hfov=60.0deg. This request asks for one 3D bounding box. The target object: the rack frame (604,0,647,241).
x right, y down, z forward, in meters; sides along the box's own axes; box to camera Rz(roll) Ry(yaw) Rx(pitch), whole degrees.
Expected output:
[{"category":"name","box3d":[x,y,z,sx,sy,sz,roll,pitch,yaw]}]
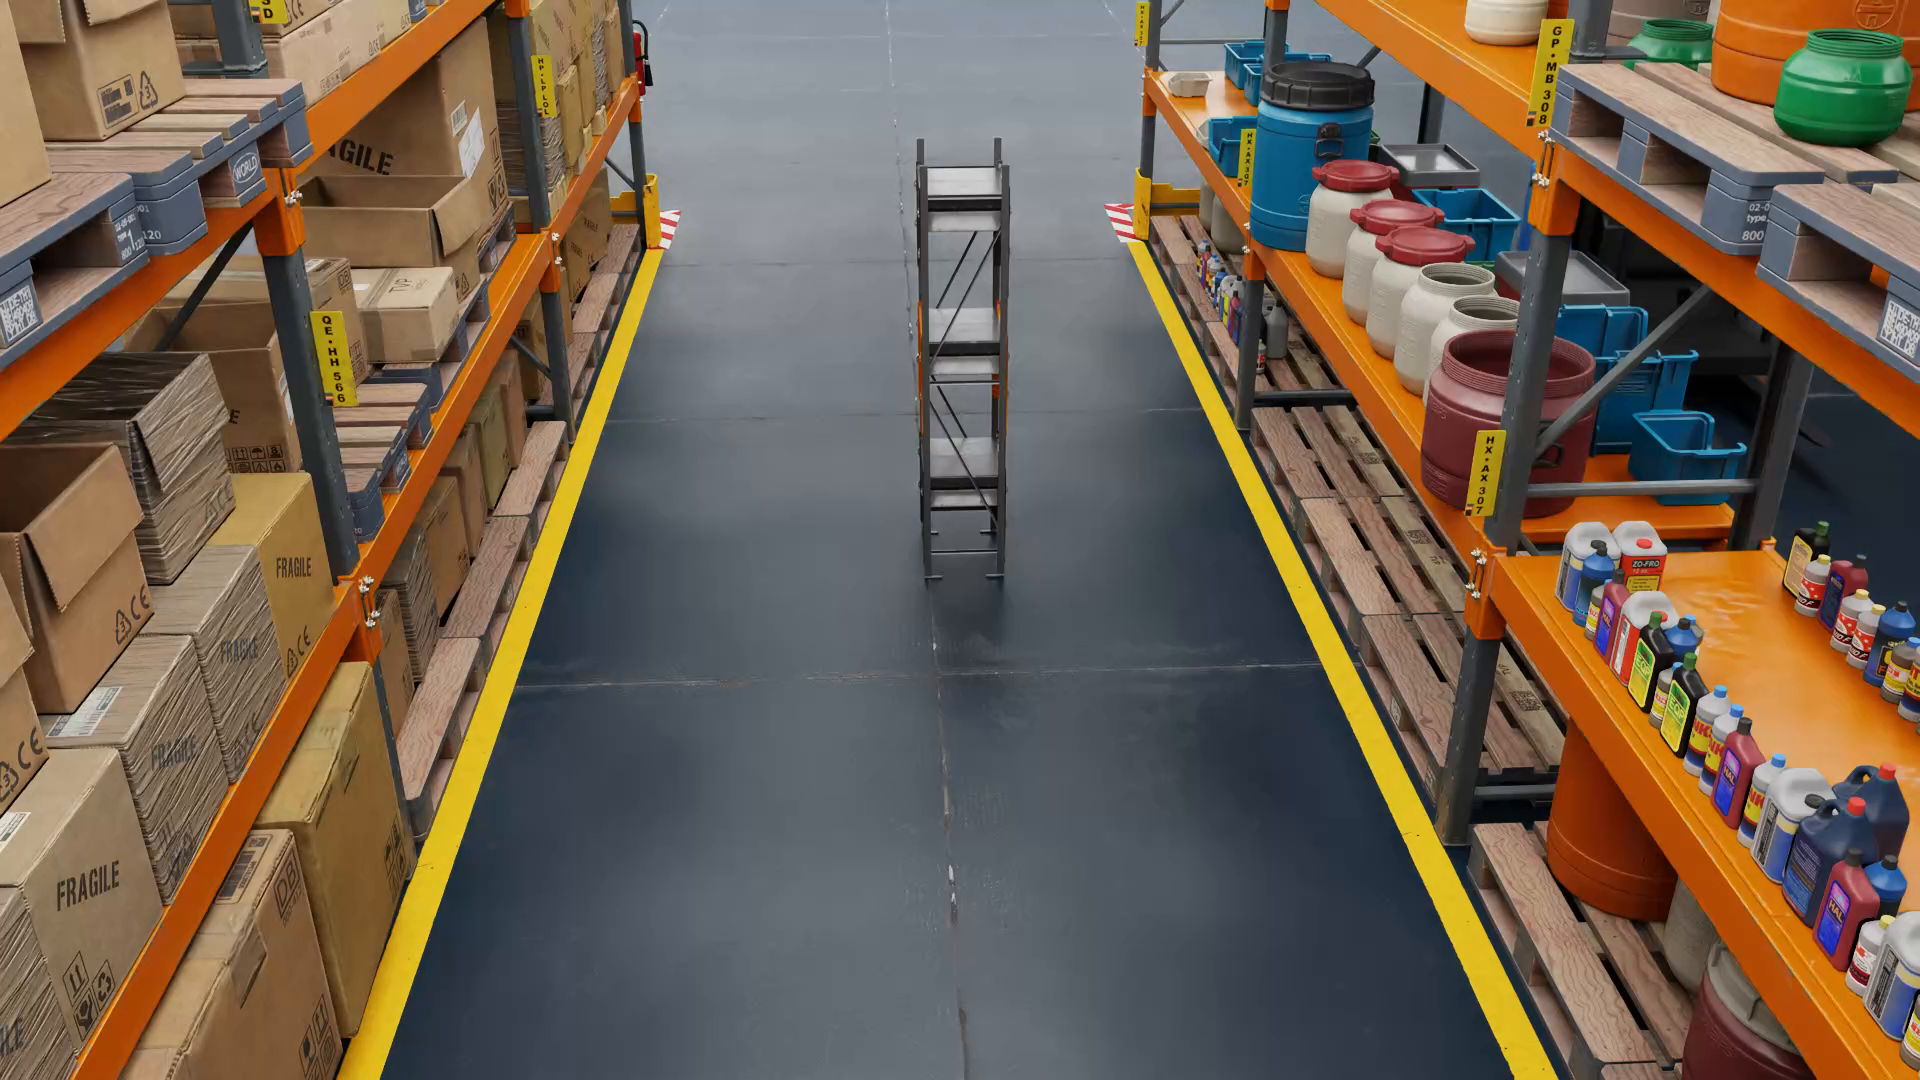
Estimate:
[{"category":"rack frame","box3d":[-2.992,-3.749,12.694,1.000,3.000,0.127,-1,28,-3]}]

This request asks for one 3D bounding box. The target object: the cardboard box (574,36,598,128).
[{"category":"cardboard box","box3d":[-2.848,-2.979,10.788,0.875,0.500,0.500,-1,28,-3]}]

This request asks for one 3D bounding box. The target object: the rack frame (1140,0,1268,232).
[{"category":"rack frame","box3d":[1.954,-3.868,12.923,1.000,3.000,0.127,-1,28,-3]}]

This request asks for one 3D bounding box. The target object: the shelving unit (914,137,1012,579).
[{"category":"shelving unit","box3d":[0.009,-0.855,8.118,0.431,2.100,0.503,-1,28,-3]}]

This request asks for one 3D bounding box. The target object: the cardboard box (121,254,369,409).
[{"category":"cardboard box","box3d":[-2.772,-0.788,6.456,0.700,0.500,0.500,3,28,5]}]

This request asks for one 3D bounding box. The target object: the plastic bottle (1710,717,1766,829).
[{"category":"plastic bottle","box3d":[2.086,0.620,4.443,0.061,0.283,0.133,-1,28,-3]}]

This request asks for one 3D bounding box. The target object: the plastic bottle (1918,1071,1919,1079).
[{"category":"plastic bottle","box3d":[2.185,1.091,3.549,0.152,0.276,0.135,-1,28,-3]}]

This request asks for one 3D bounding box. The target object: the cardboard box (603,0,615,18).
[{"category":"cardboard box","box3d":[-2.685,-3.889,11.452,0.500,0.500,0.500,-1,28,-3]}]

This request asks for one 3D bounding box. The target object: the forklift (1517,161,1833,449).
[{"category":"forklift","box3d":[4.490,-2.320,10.028,1.130,2.935,3.031,-1,28,-1]}]

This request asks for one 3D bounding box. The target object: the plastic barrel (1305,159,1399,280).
[{"category":"plastic barrel","box3d":[1.994,-1.634,8.492,0.433,0.535,0.433,0,28,0]}]

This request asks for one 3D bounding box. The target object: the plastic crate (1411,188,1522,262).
[{"category":"plastic crate","box3d":[2.531,-1.512,8.423,0.392,0.384,0.575,-1,28,-3]}]

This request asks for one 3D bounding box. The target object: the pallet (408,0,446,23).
[{"category":"pallet","box3d":[-2.800,-2.382,7.032,1.213,0.211,1.003,-1,28,-3]}]

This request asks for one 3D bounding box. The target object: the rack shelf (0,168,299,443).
[{"category":"rack shelf","box3d":[-2.470,-0.141,3.312,1.077,0.370,4.000,-1,28,-3]}]

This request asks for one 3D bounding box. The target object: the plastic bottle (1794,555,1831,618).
[{"category":"plastic bottle","box3d":[2.807,0.145,5.444,0.097,0.201,0.097,0,28,0]}]

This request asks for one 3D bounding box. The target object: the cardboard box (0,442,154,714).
[{"category":"cardboard box","box3d":[-2.521,0.096,4.130,0.797,0.503,0.637,-1,28,-1]}]

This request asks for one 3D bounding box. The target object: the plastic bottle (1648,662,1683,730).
[{"category":"plastic bottle","box3d":[2.081,0.452,4.855,0.097,0.201,0.097,0,28,0]}]

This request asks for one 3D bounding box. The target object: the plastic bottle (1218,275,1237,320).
[{"category":"plastic bottle","box3d":[1.810,-1.612,11.066,0.152,0.276,0.135,-1,28,-2]}]

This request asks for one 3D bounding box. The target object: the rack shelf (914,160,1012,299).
[{"category":"rack shelf","box3d":[0.009,-1.463,7.800,0.431,0.518,0.480,-1,28,-3]}]

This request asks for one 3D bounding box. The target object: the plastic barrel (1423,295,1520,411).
[{"category":"plastic barrel","box3d":[2.105,-0.693,6.714,0.421,0.512,0.421,0,28,0]}]

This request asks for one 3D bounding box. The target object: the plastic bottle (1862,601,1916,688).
[{"category":"plastic bottle","box3d":[2.829,0.310,5.051,0.097,0.271,0.097,0,28,0]}]

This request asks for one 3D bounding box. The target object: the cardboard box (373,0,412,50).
[{"category":"cardboard box","box3d":[-2.408,-2.015,6.288,0.500,0.250,0.500,-1,28,-2]}]

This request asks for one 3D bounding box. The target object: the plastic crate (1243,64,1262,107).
[{"category":"plastic crate","box3d":[2.307,-3.278,11.953,0.499,0.251,0.408,-1,28,-3]}]

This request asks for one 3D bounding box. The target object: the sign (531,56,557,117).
[{"category":"sign","box3d":[-2.229,-2.430,8.913,0.100,0.325,0.005,-1,28,-3]}]

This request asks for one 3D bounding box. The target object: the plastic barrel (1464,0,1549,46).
[{"category":"plastic barrel","box3d":[2.072,-2.024,6.293,0.301,0.262,0.301,0,28,0]}]

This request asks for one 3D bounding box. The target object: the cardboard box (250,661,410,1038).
[{"category":"cardboard box","box3d":[-2.559,1.021,5.392,1.225,0.875,0.875,-3,28,-5]}]

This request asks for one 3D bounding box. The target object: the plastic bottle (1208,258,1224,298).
[{"category":"plastic bottle","box3d":[1.760,-1.804,11.440,0.097,0.271,0.097,0,28,0]}]

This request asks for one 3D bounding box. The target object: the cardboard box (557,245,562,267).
[{"category":"cardboard box","box3d":[-2.913,-1.714,11.042,0.500,0.500,0.500,-4,28,-7]}]

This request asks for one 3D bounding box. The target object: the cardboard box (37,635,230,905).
[{"category":"cardboard box","box3d":[-2.251,0.594,4.260,0.500,0.500,0.500,-2,28,-4]}]

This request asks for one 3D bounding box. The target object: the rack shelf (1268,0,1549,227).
[{"category":"rack shelf","box3d":[2.267,-2.108,7.083,1.077,0.370,4.000,-1,28,-3]}]

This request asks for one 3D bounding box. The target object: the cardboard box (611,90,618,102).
[{"category":"cardboard box","box3d":[-2.694,-3.281,12.069,0.380,0.149,0.250,-1,28,-3]}]

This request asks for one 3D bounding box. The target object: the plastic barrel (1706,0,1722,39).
[{"category":"plastic barrel","box3d":[2.661,-1.704,5.409,0.421,0.512,0.421,0,28,0]}]

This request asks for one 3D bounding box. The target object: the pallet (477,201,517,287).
[{"category":"pallet","box3d":[-2.889,-1.460,8.513,1.003,0.211,1.213,-1,28,-3]}]

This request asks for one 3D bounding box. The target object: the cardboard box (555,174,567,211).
[{"category":"cardboard box","box3d":[-2.494,-2.012,9.636,0.380,0.149,0.250,-1,28,-3]}]

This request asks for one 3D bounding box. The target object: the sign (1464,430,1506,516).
[{"category":"sign","box3d":[1.823,-0.230,5.770,0.100,0.325,0.005,-1,28,-3]}]

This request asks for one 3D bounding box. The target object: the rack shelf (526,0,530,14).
[{"category":"rack shelf","box3d":[-2.888,-3.836,10.395,1.077,0.370,4.000,-1,28,-3]}]

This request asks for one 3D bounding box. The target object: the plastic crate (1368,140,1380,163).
[{"category":"plastic crate","box3d":[2.262,-2.238,9.865,0.767,0.338,0.504,-1,28,-3]}]

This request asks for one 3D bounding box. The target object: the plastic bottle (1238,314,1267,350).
[{"category":"plastic bottle","box3d":[1.841,-1.332,10.449,0.144,0.351,0.185,-2,28,-4]}]

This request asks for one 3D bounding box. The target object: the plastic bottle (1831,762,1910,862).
[{"category":"plastic bottle","box3d":[2.293,0.704,4.209,0.144,0.351,0.185,-1,28,-3]}]

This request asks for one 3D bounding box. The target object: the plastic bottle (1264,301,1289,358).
[{"category":"plastic bottle","box3d":[1.985,-1.335,10.456,0.144,0.351,0.185,-1,28,-3]}]

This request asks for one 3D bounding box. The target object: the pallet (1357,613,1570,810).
[{"category":"pallet","box3d":[2.370,0.704,7.172,1.003,0.211,1.213,-1,28,-3]}]

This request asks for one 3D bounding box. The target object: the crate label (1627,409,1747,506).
[{"category":"crate label","box3d":[2.724,-0.303,6.268,0.303,0.233,0.416,-1,28,-3]}]

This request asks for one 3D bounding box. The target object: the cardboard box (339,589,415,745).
[{"category":"cardboard box","box3d":[-2.630,0.550,6.679,0.700,0.500,0.500,-3,28,-5]}]

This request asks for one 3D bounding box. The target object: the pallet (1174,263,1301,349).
[{"category":"pallet","box3d":[2.103,-1.660,11.705,1.003,0.211,1.213,-1,28,-3]}]

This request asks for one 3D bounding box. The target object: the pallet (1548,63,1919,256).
[{"category":"pallet","box3d":[2.314,-1.064,4.508,1.003,0.211,1.213,-1,28,-3]}]

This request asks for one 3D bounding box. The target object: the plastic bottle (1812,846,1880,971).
[{"category":"plastic bottle","box3d":[2.115,0.874,3.956,0.061,0.283,0.133,-1,28,-3]}]

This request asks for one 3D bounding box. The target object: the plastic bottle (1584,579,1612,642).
[{"category":"plastic bottle","box3d":[2.055,0.221,5.297,0.097,0.201,0.097,0,28,0]}]

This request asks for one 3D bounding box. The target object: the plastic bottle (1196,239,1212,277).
[{"category":"plastic bottle","box3d":[1.737,-2.009,11.832,0.097,0.271,0.097,0,28,0]}]

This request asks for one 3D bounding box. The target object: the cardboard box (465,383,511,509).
[{"category":"cardboard box","box3d":[-2.767,-0.483,8.660,0.700,0.500,0.500,-2,28,-3]}]

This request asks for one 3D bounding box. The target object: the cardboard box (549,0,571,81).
[{"category":"cardboard box","box3d":[-2.581,-2.966,9.682,0.500,0.500,0.500,-1,28,-3]}]

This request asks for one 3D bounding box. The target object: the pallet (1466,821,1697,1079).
[{"category":"pallet","box3d":[2.454,1.426,5.788,1.003,0.211,1.213,-1,28,-3]}]
